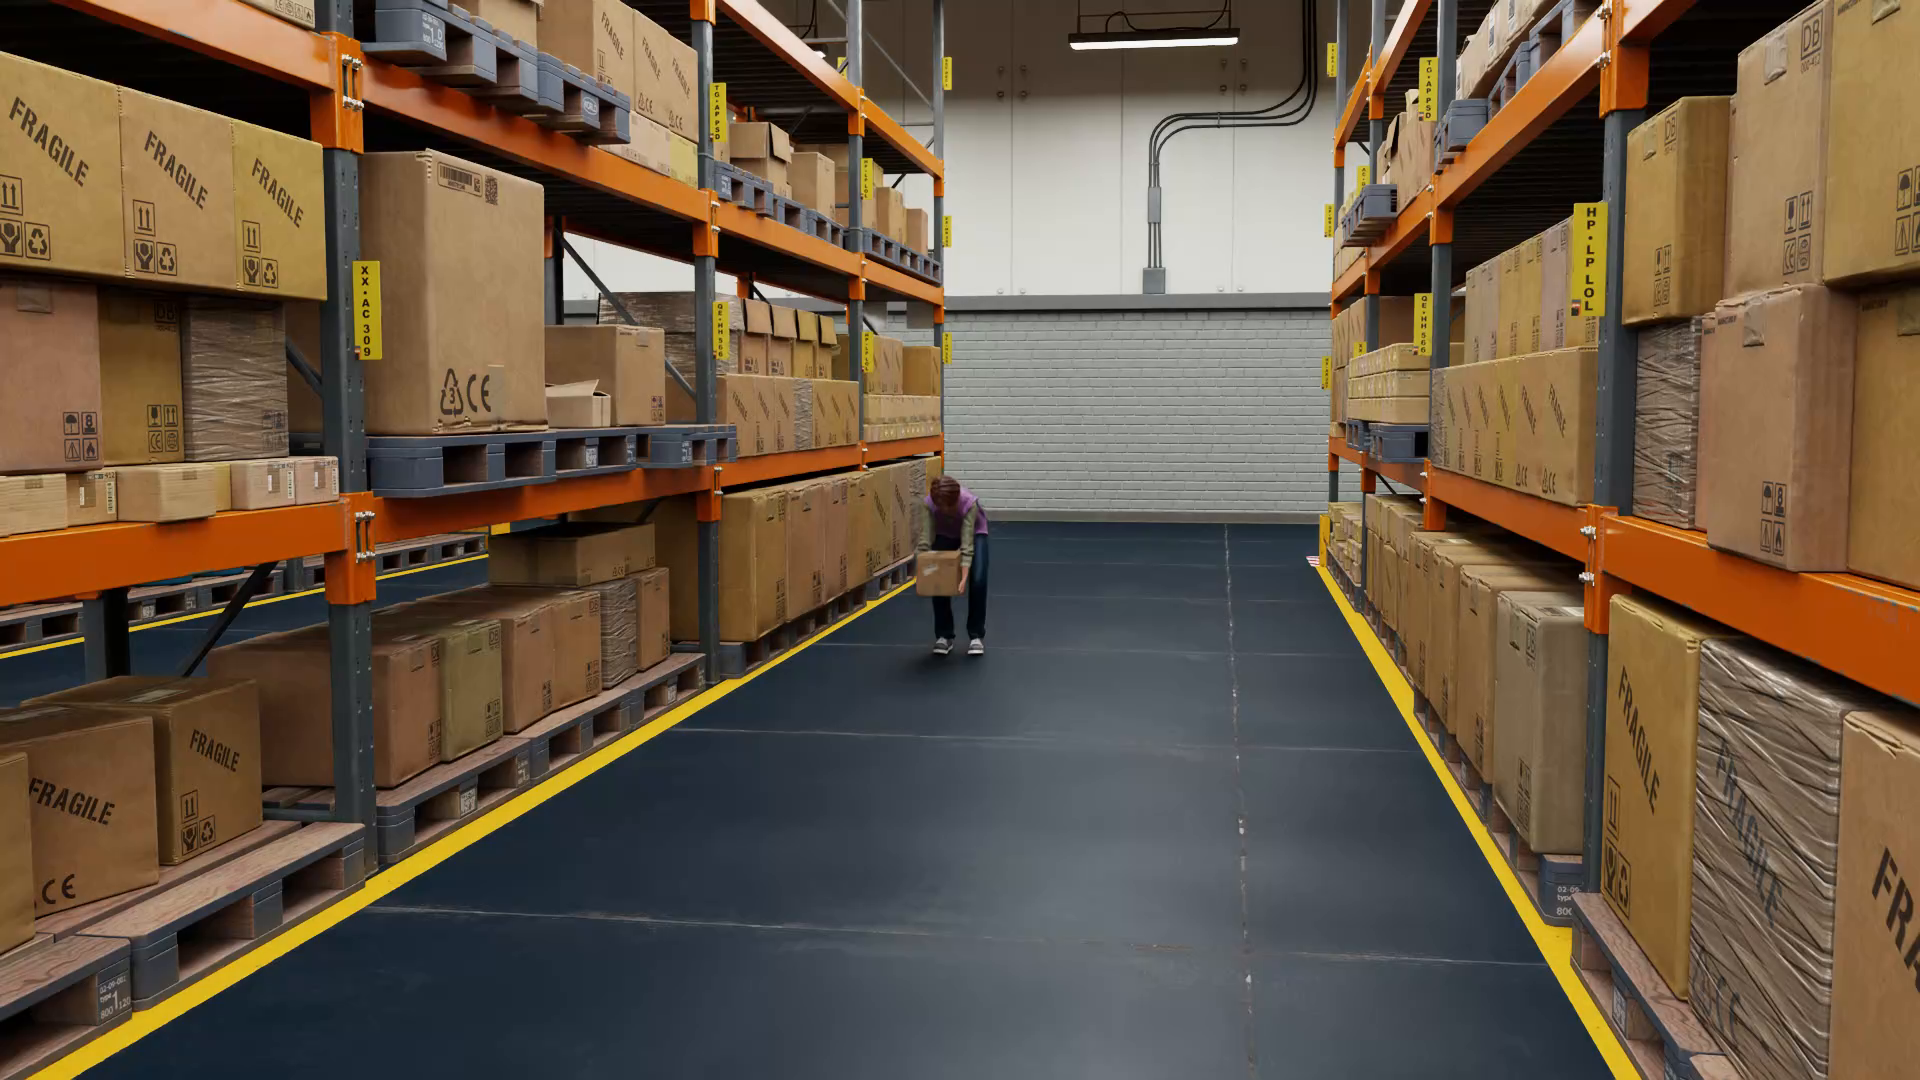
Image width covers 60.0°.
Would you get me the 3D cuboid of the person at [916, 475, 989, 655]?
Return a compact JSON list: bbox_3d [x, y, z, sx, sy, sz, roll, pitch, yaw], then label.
[{"bbox_3d":[-0.042,0.168,10.665,0.413,1.177,0.826,1,5,8],"label":"person"}]
